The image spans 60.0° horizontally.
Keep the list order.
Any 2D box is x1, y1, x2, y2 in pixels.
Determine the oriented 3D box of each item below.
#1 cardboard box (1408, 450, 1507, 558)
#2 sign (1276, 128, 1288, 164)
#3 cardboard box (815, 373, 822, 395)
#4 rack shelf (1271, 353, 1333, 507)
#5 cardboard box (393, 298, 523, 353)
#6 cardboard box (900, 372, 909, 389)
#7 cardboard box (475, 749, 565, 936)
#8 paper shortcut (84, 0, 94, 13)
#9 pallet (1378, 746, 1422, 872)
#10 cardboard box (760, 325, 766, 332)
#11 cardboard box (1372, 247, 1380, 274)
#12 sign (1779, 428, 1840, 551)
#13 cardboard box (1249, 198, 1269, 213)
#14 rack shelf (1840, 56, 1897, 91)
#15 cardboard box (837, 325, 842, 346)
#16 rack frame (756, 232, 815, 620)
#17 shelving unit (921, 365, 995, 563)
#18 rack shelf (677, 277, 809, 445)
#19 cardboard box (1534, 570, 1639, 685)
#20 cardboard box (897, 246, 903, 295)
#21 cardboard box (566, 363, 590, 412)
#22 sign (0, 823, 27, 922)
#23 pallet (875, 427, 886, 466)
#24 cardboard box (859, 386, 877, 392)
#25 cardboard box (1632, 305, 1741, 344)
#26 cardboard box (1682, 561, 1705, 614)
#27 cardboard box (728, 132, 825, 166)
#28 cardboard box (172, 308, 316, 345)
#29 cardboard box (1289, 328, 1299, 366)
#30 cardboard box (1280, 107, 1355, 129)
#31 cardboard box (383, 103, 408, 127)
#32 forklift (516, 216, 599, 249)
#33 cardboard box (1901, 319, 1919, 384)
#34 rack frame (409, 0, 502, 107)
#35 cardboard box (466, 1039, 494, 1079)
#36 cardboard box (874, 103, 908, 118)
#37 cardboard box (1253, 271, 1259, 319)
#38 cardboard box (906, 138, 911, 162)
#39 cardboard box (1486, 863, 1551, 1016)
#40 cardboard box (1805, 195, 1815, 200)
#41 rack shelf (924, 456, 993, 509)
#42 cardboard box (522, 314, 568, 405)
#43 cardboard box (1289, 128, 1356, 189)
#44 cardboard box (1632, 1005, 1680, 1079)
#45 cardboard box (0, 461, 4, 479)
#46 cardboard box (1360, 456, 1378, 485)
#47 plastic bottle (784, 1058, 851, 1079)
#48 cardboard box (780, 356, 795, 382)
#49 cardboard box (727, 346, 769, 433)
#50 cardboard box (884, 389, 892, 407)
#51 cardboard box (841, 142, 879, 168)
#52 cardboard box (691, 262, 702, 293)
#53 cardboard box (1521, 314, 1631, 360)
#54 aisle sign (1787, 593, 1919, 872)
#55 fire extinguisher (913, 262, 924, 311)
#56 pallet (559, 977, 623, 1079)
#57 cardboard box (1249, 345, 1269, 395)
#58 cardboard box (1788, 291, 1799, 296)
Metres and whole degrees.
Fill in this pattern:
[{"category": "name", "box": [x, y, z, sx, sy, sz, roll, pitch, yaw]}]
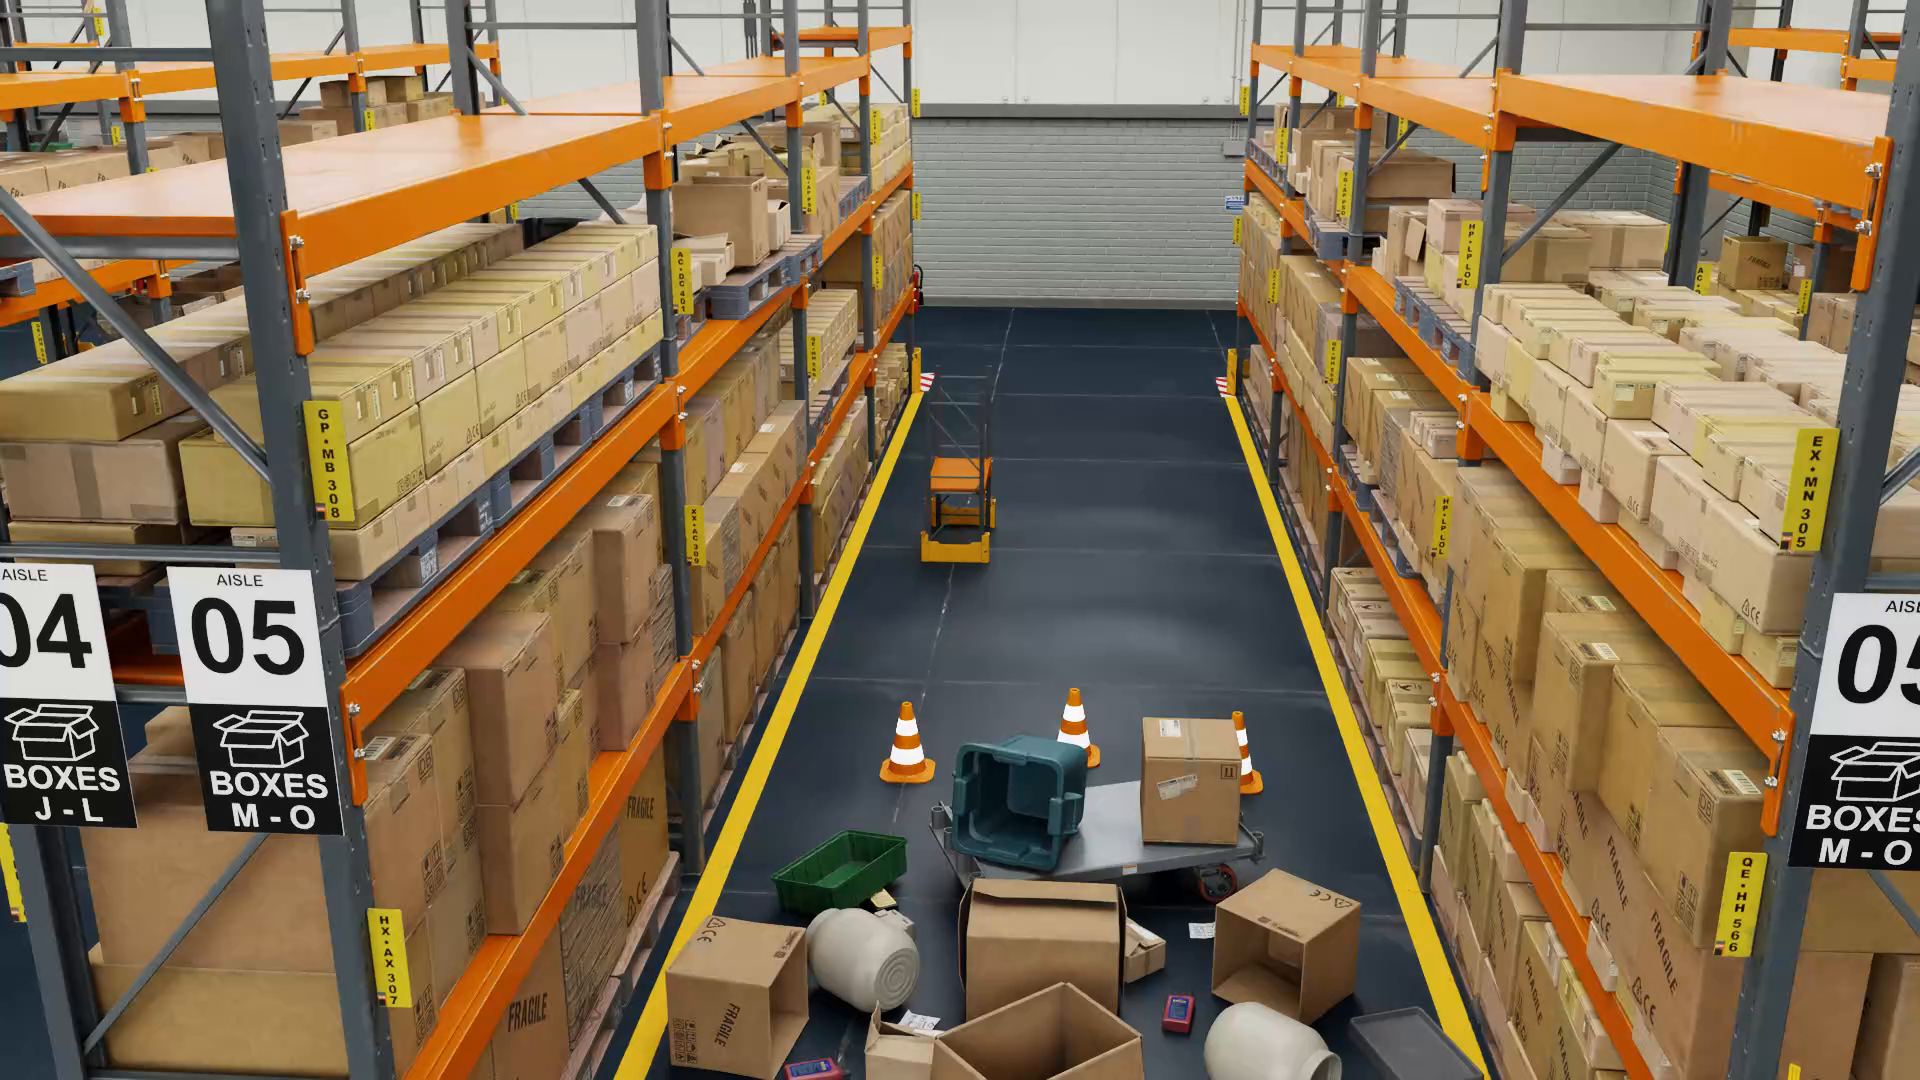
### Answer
[{"category": "cardboard box", "box": [2.851, -0.197, 9.394, 0.500, 0.500, 0.500, 1, 18, 4]}, {"category": "sign", "box": [3.033, -3.711, 15.657, 0.100, 0.325, 0.005, 1, 18, 4]}, {"category": "cardboard box", "box": [-1.355, -1.293, 13.781, 0.380, 0.149, 0.250, 2, 18, 6]}, {"category": "rack shelf", "box": [3.443, -1.028, 14.397, 1.077, 0.370, 4.000, 1, 18, 4]}, {"category": "cardboard box", "box": [-1.785, -0.766, 5.914, 0.380, 0.149, 0.250, 1, 18, 3]}, {"category": "cardboard box", "box": [-0.818, -1.906, 19.828, 0.380, 0.149, 0.250, 2, 18, 6]}, {"category": "cardboard box", "box": [-2.054, 1.127, 6.424, 0.875, 0.550, 0.550, 1, 18, 4]}, {"category": "paper shortcut", "box": [-7.014, -4.308, 13.396, 0.009, 0.170, 0.078, 11, -13, 1]}, {"category": "pallet", "box": [3.067, 1.577, 9.770, 1.003, 0.211, 1.213, 1, 18, 4]}, {"category": "cardboard box", "box": [-1.937, -1.919, 14.735, 0.380, 0.149, 0.250, 2, 18, 6]}, {"category": "cardboard box", "box": [3.108, -1.960, 11.674, 0.380, 0.149, 0.250, 1, 18, 4]}, {"category": "sign", "box": [2.174, -0.128, 4.258, 0.100, 0.325, 0.005, 1, 18, 4]}, {"category": "cardboard box", "box": [3.491, -3.799, 18.890, 0.380, 0.149, 0.250, 2, 18, 6]}, {"category": "rack shelf", "box": [8.394, -3.579, 13.190, 1.077, 0.370, 4.000, 1, 18, 4]}, {"category": "cardboard box", "box": [-1.263, -1.839, 14.968, 0.380, 0.149, 0.250, 0, 18, 1]}, {"category": "rack frame", "box": [-1.645, -0.827, 12.631, 1.000, 3.000, 0.127, 1, 18, 4]}, {"category": "shelving unit", "box": [-0.005, -0.689, 14.617, 0.587, 1.500, 1.083, 1, 18, 4]}, {"category": "rack shelf", "box": [-1.788, -1.290, 10.380, 1.077, 0.370, 4.000, 1, 18, 4]}, {"category": "cardboard box", "box": [2.697, 0.439, 6.521, 0.700, 0.500, 0.500, 1, 18, 4]}, {"category": "cardboard box", "box": [-0.916, -3.038, 18.739, 0.500, 0.500, 0.500, 1, 18, 4]}, {"category": "cardboard box", "box": [-1.728, -0.622, 6.756, 0.380, 0.149, 0.250, 1, 18, 3]}, {"category": "sign", "box": [-2.759, 0.978, 4.881, 0.100, 0.325, 0.005, 1, 18, 4]}, {"category": "pallet", "box": [-1.345, -0.954, 17.495, 1.003, 0.211, 1.213, 1, 18, 4]}, {"category": "cardboard box", "box": [-1.083, -1.545, 17.769, 0.380, 0.149, 0.250, 1, 18, 2]}, {"category": "cardboard box", "box": [3.158, -0.926, 7.238, 0.380, 0.149, 0.250, 2, 18, 5]}, {"category": "cardboard box", "box": [2.511, 0.154, 5.223, 0.380, 0.149, 0.250, 2, 18, 6]}, {"category": "cardboard box", "box": [-1.600, -3.267, 14.418, 0.797, 0.503, 0.637, 1, 18, 3]}, {"category": "cardboard box", "box": [-2.459, -0.702, 5.719, 0.380, 0.149, 0.250, 1, 18, 4]}, {"category": "cardboard box", "box": [3.202, -1.708, 14.756, 0.500, 0.250, 0.500, 2, 18, 5]}, {"category": "cardboard box", "box": [3.651, -4.132, 16.897, 0.797, 0.503, 0.637, 3, 18, 8]}, {"category": "cardboard box", "box": [-6.259, -4.343, 17.547, 0.700, 0.500, 0.500, 2, 18, 7]}, {"category": "forklift", "box": [-3.341, -1.045, 13.404, 1.130, 2.935, 3.031, 7, 19, 20]}, {"category": "cardboard box", "box": [8.186, -1.578, 14.087, 0.700, 0.500, 0.500, 1, 18, 4]}, {"category": "rack frame", "box": [-6.011, -6.305, 19.713, 1.000, 3.000, 0.127, 1, 18, 4]}, {"category": "cardboard box", "box": [-2.236, 2.255, 5.961, 0.875, 0.875, 0.875, 1, 18, 4]}, {"category": "cardboard box", "box": [-0.802, -4.983, 19.295, 0.380, 0.149, 0.250, 1, 18, 3]}, {"category": "cardboard box", "box": [3.470, -2.666, 18.083, 0.500, 0.500, 0.500, 2, 18, 6]}, {"category": "cardboard box", "box": [-0.840, -4.519, 19.320, 0.500, 0.250, 0.500, 1, 18, 3]}, {"category": "cardboard box", "box": [2.636, 1.750, 7.303, 0.500, 0.500, 0.500, 2, 18, 7]}, {"category": "cardboard box", "box": [8.269, -3.305, 15.779, 0.380, 0.149, 0.250, 1, 18, 4]}, {"category": "rack shelf", "box": [-0.006, -0.515, 14.665, 0.538, 0.185, 1.000, 1, 18, 4]}, {"category": "cardboard box", "box": [-1.820, -0.700, 6.352, 0.500, 0.250, 0.500, 1, 18, 4]}, {"category": "cardboard box", "box": [3.234, -3.396, 14.817, 0.500, 0.500, 0.500, 1, 18, 3]}, {"category": "cardboard box", "box": [2.447, 1.654, 5.462, 0.380, 0.149, 0.250, 1, 18, 3]}, {"category": "cardboard box", "box": [-6.435, -0.581, 11.421, 0.396, 0.266, 0.258, 1, 18, 2]}, {"category": "cardboard box", "box": [2.931, -0.476, 11.286, 0.380, 0.149, 0.250, 1, 18, 4]}, {"category": "plastic bottle", "box": [-0.641, 2.402, 7.493, 0.283, 0.061, 0.133, -5, 19, -15]}, {"category": "cardboard box", "box": [-1.418, -1.331, 12.941, 0.380, 0.149, 0.250, 1, 18, 4]}, {"category": "cardboard box", "box": [-1.722, -1.054, 11.555, 0.700, 0.500, 0.500, 1, 18, 3]}, {"category": "cardboard box", "box": [-0.956, -1.564, 18.305, 0.380, 0.149, 0.250, 1, 18, 3]}, {"category": "cardboard box", "box": [-1.084, -3.805, 16.340, 0.500, 0.250, 0.500, 2, 18, 6]}, {"category": "cardboard box", "box": [-1.610, -1.455, 9.296, 0.250, 0.149, 0.380, 1, 18, 4]}, {"category": "cardboard box", "box": [2.602, -0.856, 7.024, 0.380, 0.149, 0.250, 1, 18, 4]}, {"category": "aisle sign", "box": [2.432, 0.514, 4.363, 0.394, 0.787, 0.004, 1, 18, 4]}, {"category": "fire extinguisher", "box": [-0.593, -3.166, 20.491, 0.296, 0.674, 0.183, 1, 18, 4]}, {"category": "pallet", "box": [-2.149, 2.355, 7.399, 1.003, 0.211, 1.213, 1, 18, 4]}, {"category": "cardboard box", "box": [3.926, -2.008, 19.673, 0.875, 0.438, 0.875, 1, 18, 2]}, {"category": "cardboard box", "box": [8.910, -2.415, 17.239, 0.500, 0.250, 0.500, 2, 18, 5]}]
